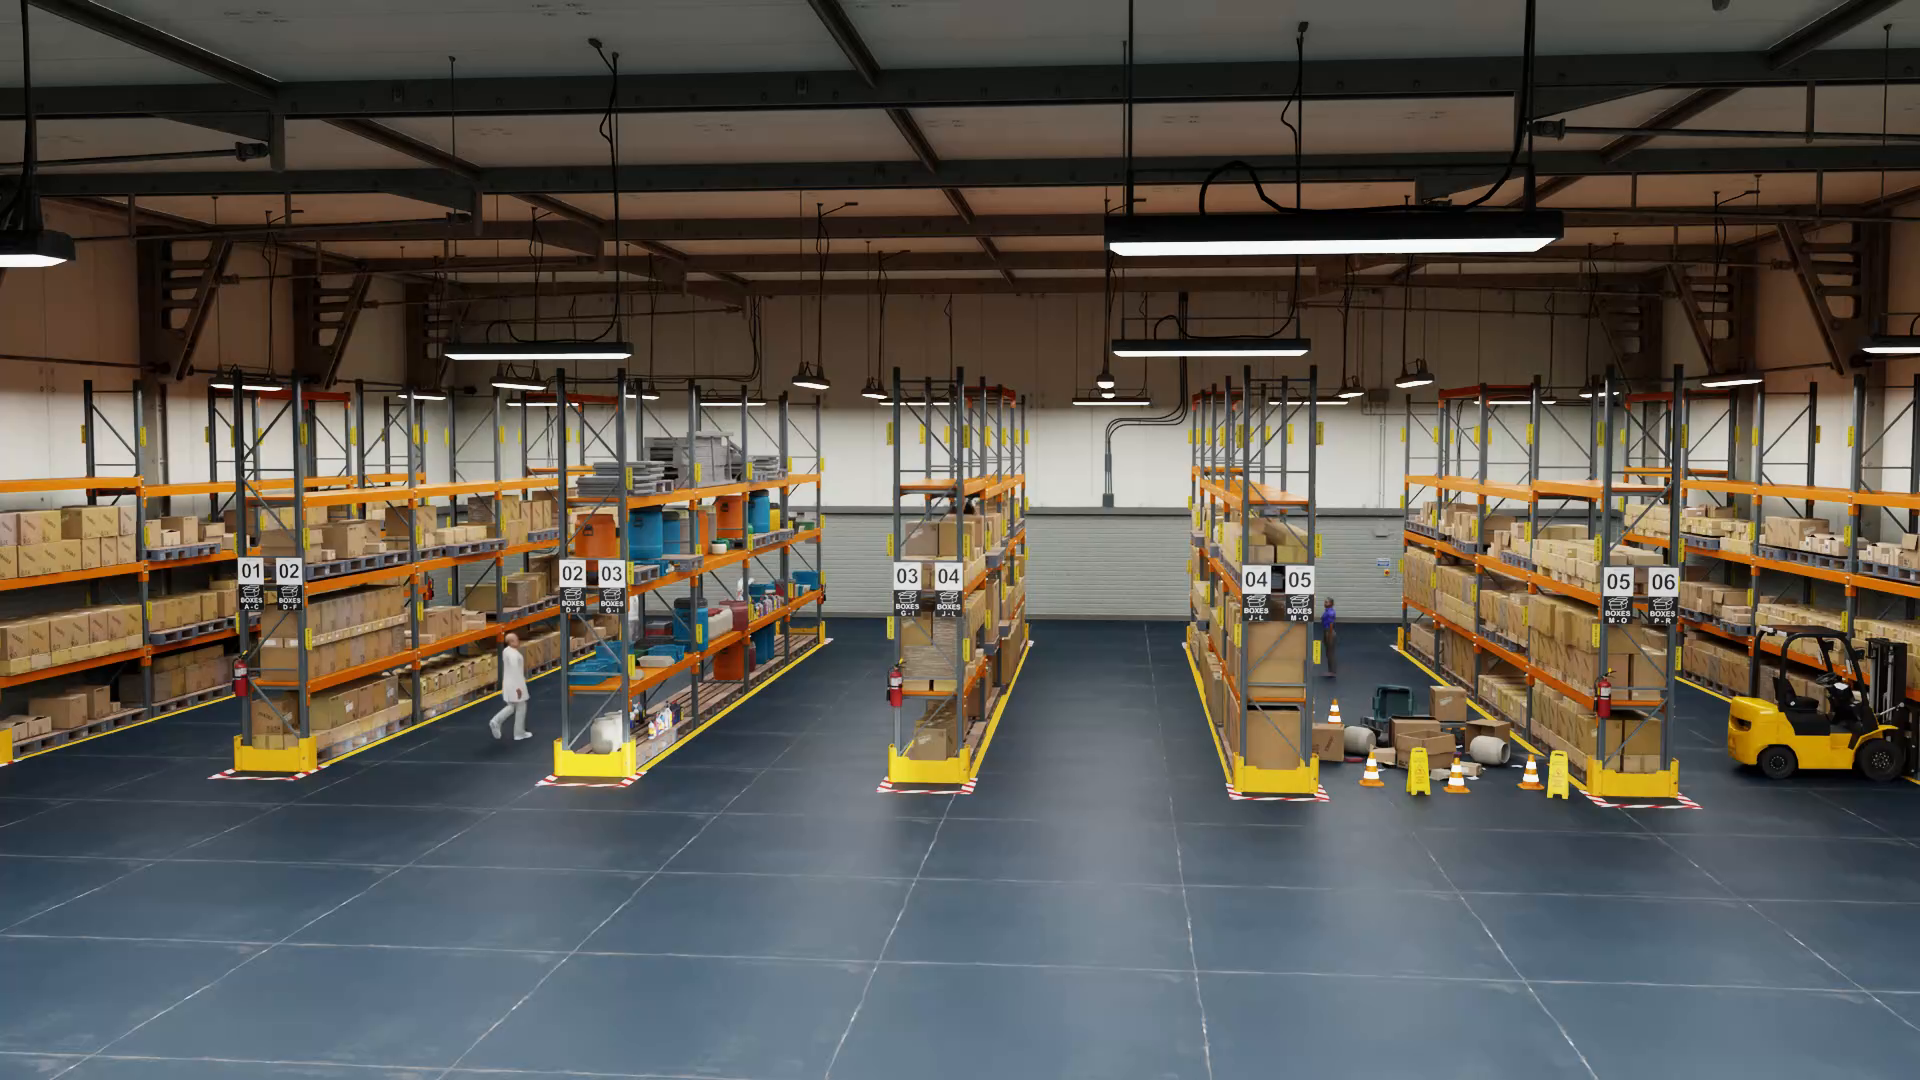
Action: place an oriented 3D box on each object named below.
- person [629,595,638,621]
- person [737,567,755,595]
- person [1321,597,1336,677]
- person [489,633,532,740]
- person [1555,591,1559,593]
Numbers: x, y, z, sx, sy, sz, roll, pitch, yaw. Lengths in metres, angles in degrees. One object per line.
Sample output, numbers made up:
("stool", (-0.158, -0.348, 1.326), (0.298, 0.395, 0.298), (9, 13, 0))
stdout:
("person", (-7.339, 1.814, 37.110), (0.435, 1.806, 0.582), (1, 4, 11))
("person", (-5.245, 1.563, 41.251), (0.423, 1.801, 0.539), (2, 4, 31))
("person", (7.698, 2.025, 34.723), (0.341, 1.646, 0.505), (1, 4, 14))
("person", (-7.385, 2.409, 27.322), (0.557, 1.764, 0.778), (3, 5, 39))
("person", (12.402, 1.952, 34.818), (0.438, 1.794, 0.605), (2, 4, 26))
